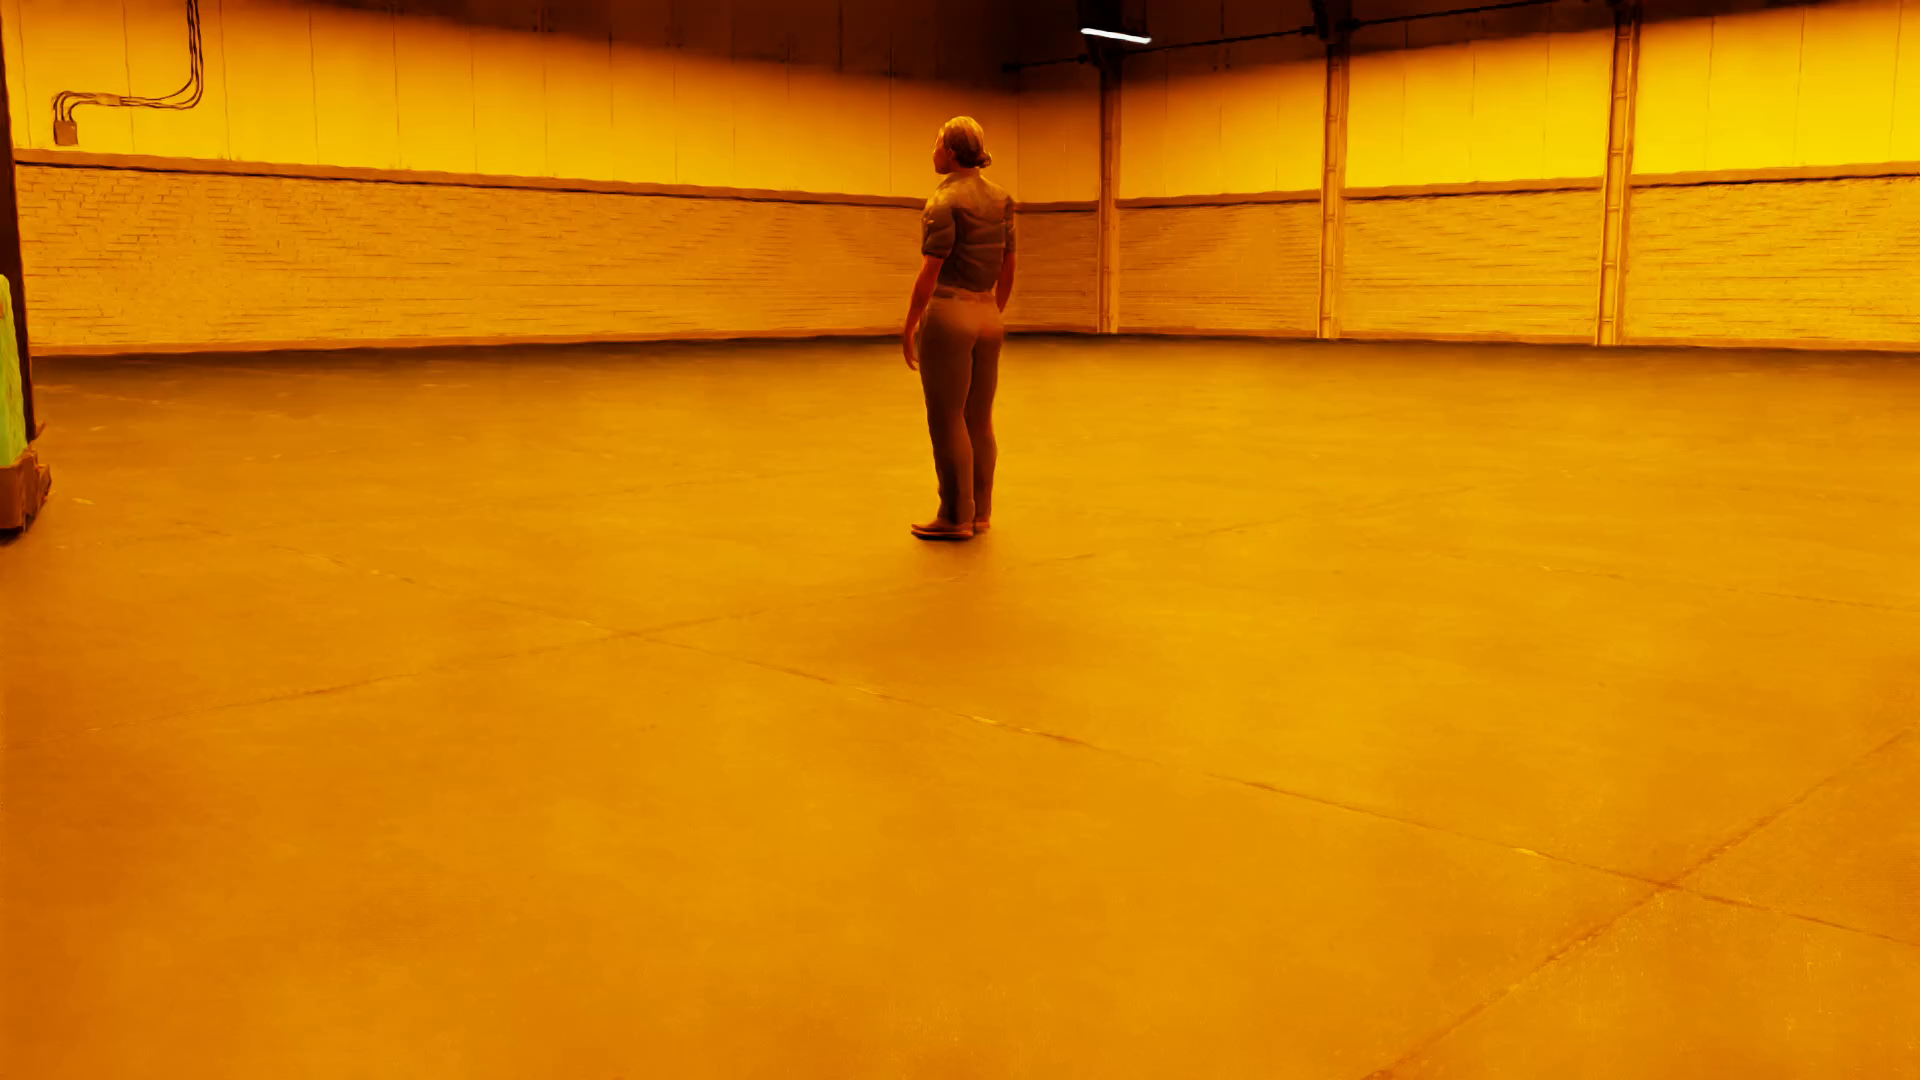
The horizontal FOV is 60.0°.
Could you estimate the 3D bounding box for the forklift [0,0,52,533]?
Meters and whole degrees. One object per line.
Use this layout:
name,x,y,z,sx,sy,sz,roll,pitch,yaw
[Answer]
forklift,-4.828,-1.591,7.439,1.130,2.935,3.031,-4,10,-26

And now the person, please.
person,-0.049,-0.830,6.668,0.503,1.642,0.570,8,12,43
